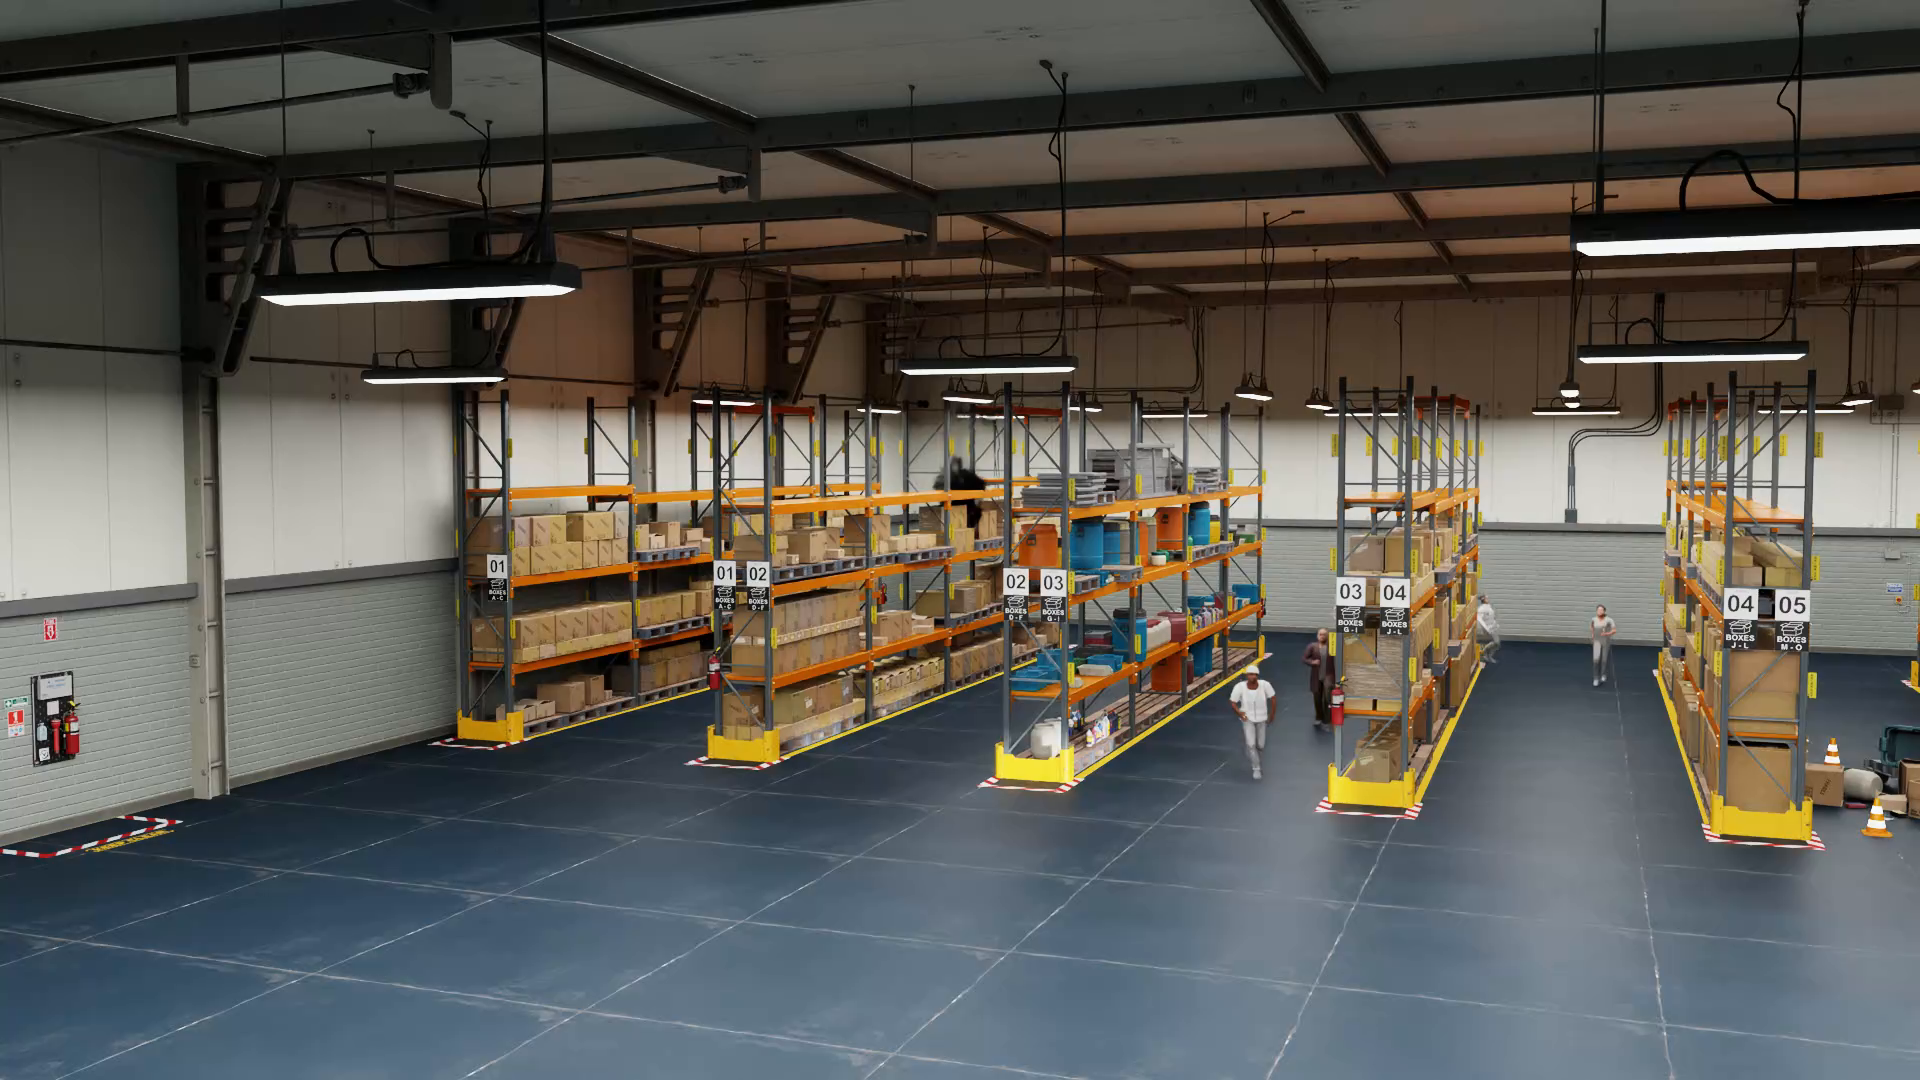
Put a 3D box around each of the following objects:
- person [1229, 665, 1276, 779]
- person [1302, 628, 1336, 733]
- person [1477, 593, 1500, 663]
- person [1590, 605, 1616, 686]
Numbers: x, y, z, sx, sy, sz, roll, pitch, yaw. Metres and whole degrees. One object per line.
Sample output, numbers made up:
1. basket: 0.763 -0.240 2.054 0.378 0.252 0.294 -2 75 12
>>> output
1. person: 4.484 2.759 25.534 0.718 1.728 0.730 0 3 -1
2. person: 6.426 2.494 29.521 0.708 1.857 0.838 1 3 16
3. person: 12.384 2.057 38.893 0.506 1.654 0.673 2 4 37
4. person: 13.634 2.229 35.264 0.555 1.722 0.775 2 4 30
